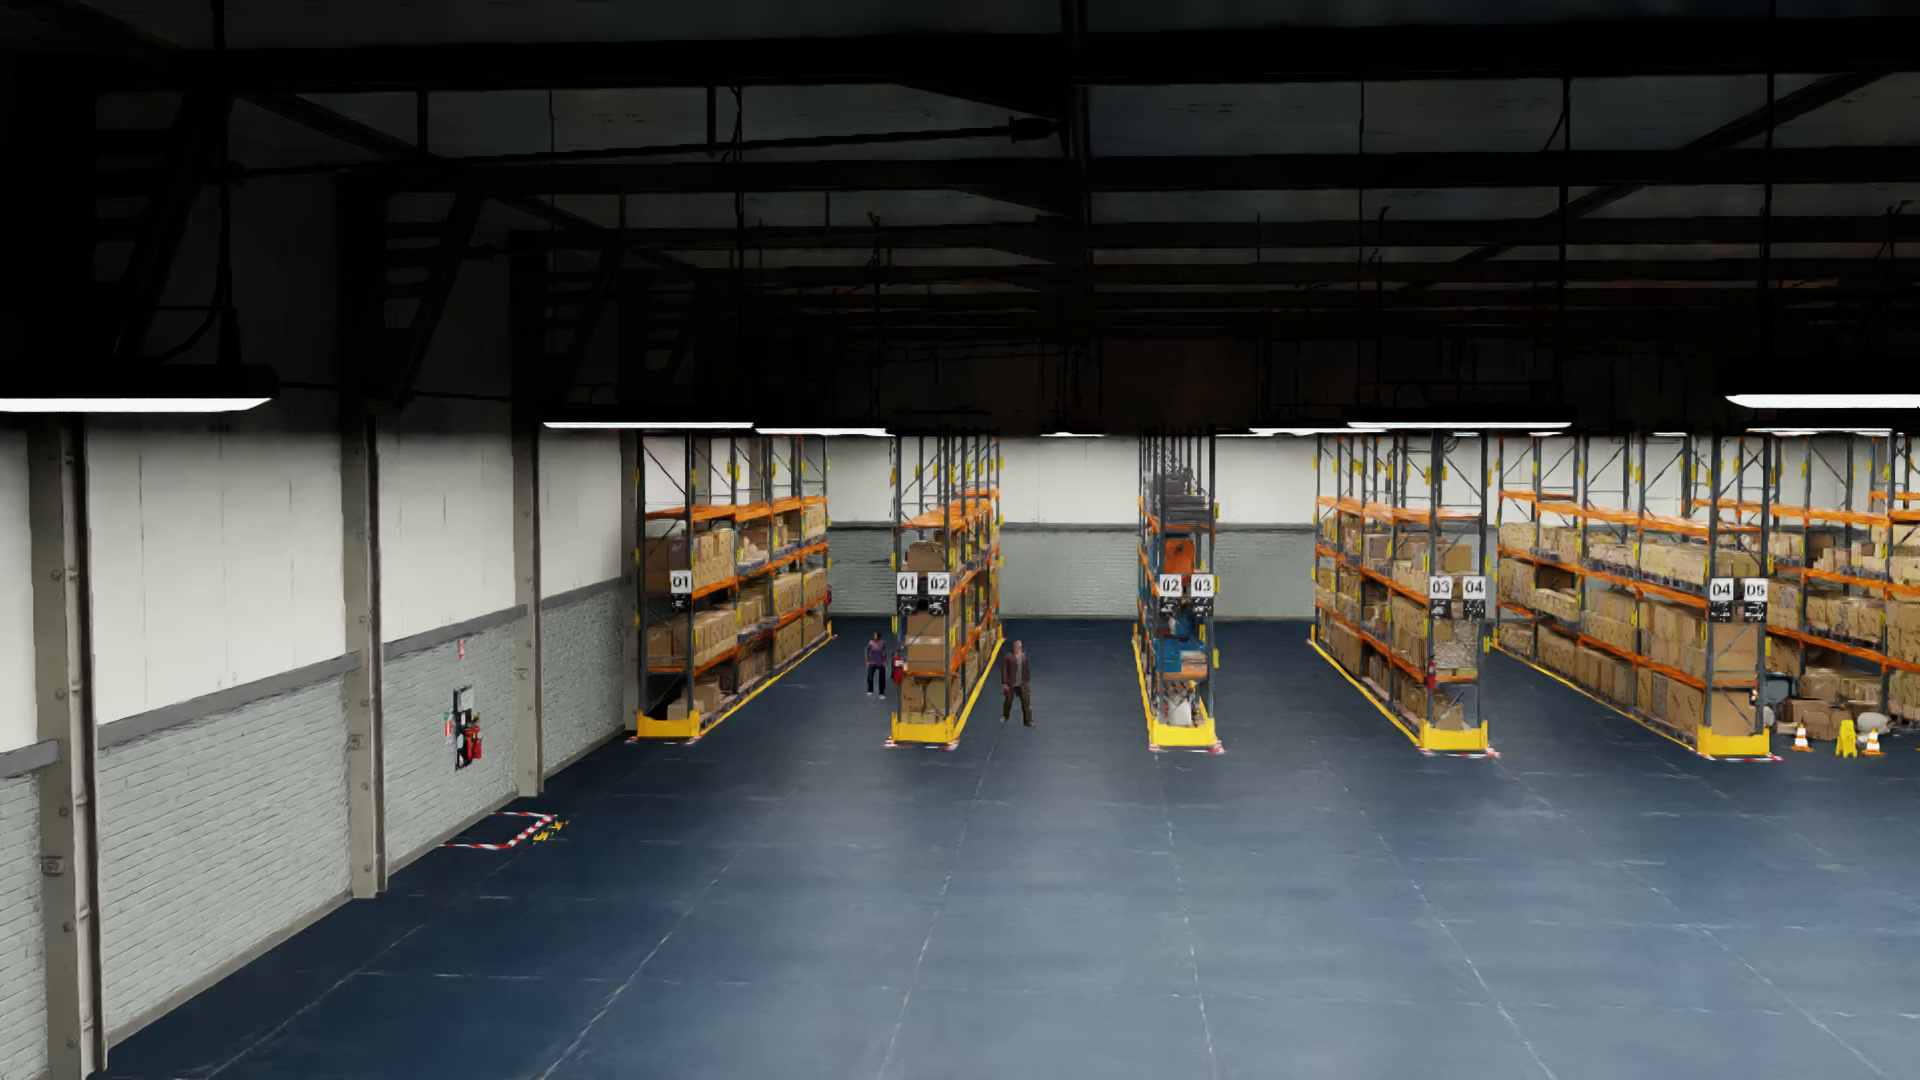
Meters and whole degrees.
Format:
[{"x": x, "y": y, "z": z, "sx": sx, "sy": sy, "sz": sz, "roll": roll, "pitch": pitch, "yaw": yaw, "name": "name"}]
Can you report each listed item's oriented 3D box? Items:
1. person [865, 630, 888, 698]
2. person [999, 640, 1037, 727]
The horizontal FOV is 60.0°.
[{"x": -1.835, "y": 2.732, "z": 36.589, "sx": 0.537, "sy": 1.541, "sz": 0.499, "roll": 0, "pitch": 3, "yaw": 2, "name": "person"}, {"x": 1.129, "y": 2.847, "z": 33.083, "sx": 0.598, "sy": 1.736, "sz": 1.032, "roll": -1, "pitch": 4, "yaw": -18, "name": "person"}]
